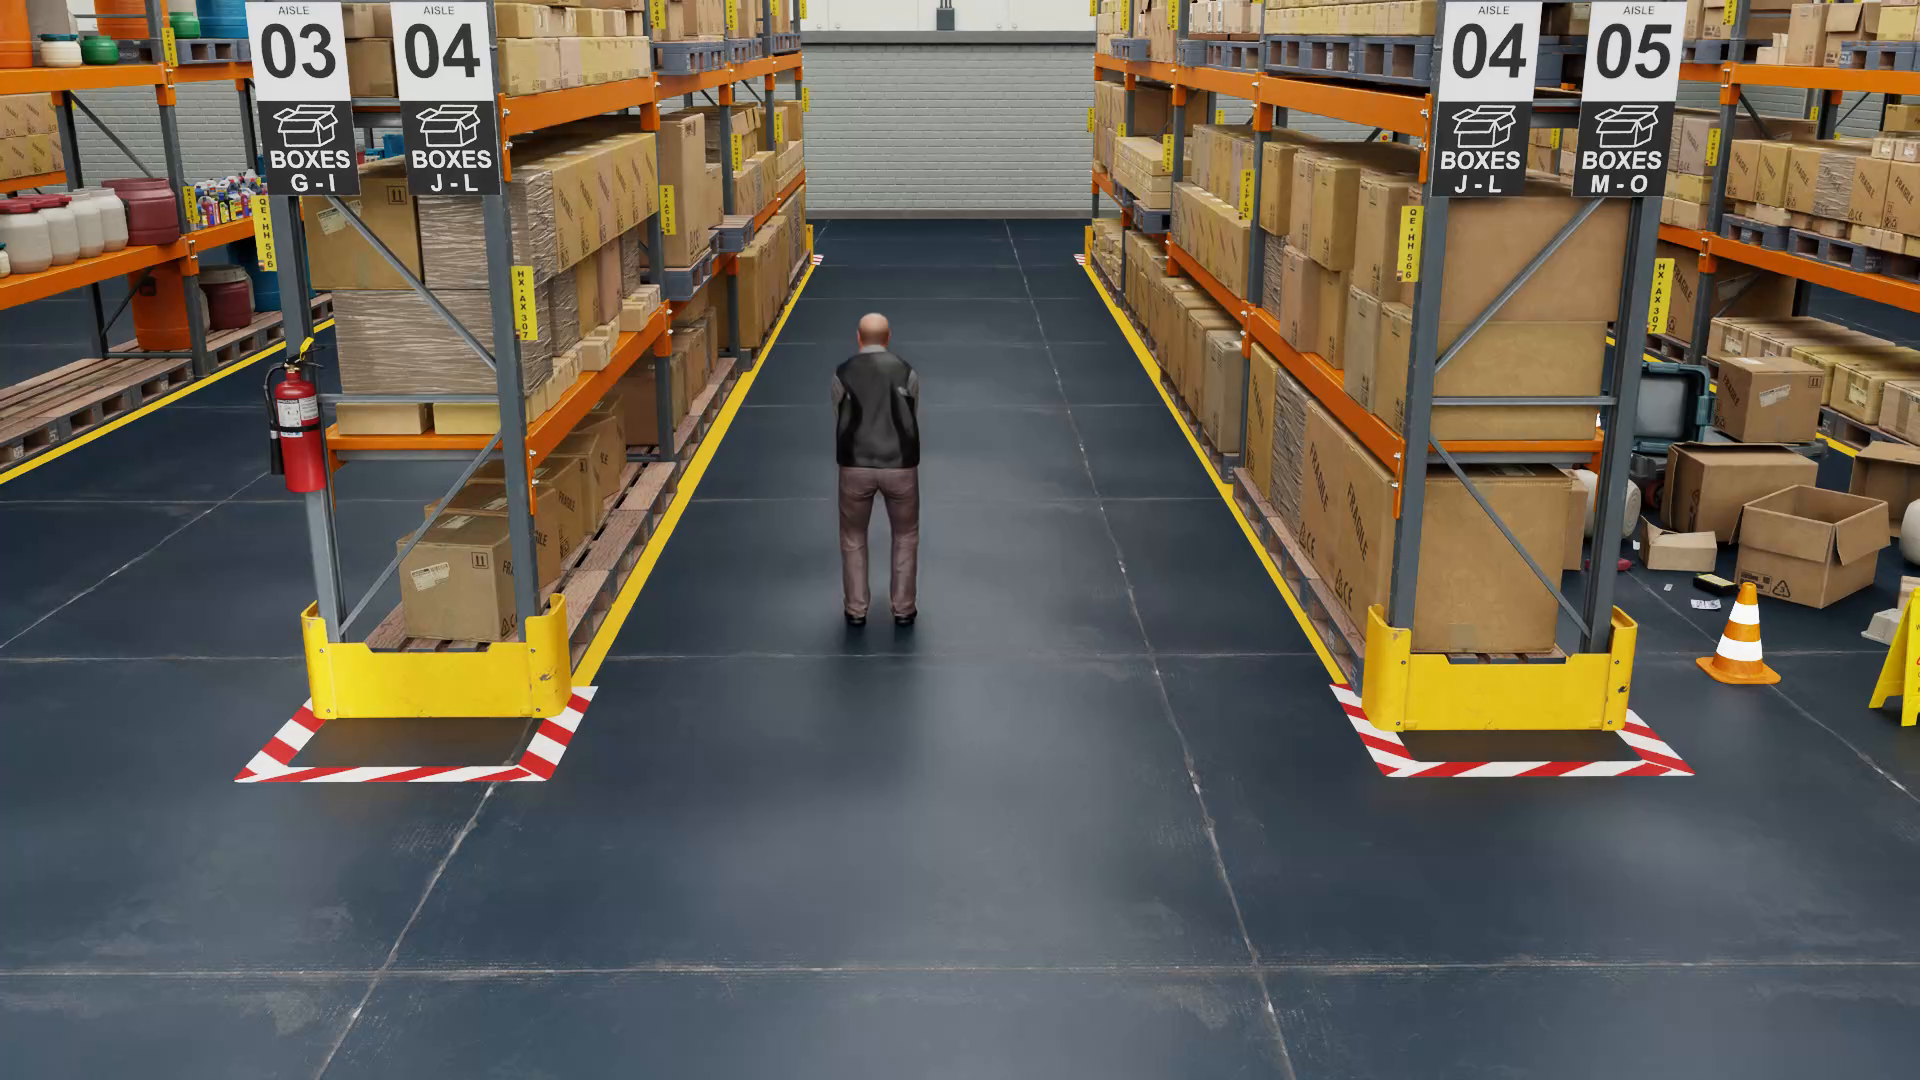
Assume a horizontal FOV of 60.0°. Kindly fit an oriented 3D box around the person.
[{"bbox_3d":[-0.453,-0.377,8.958,0.477,1.647,0.615,-1,17,-2],"label":"person"}]
